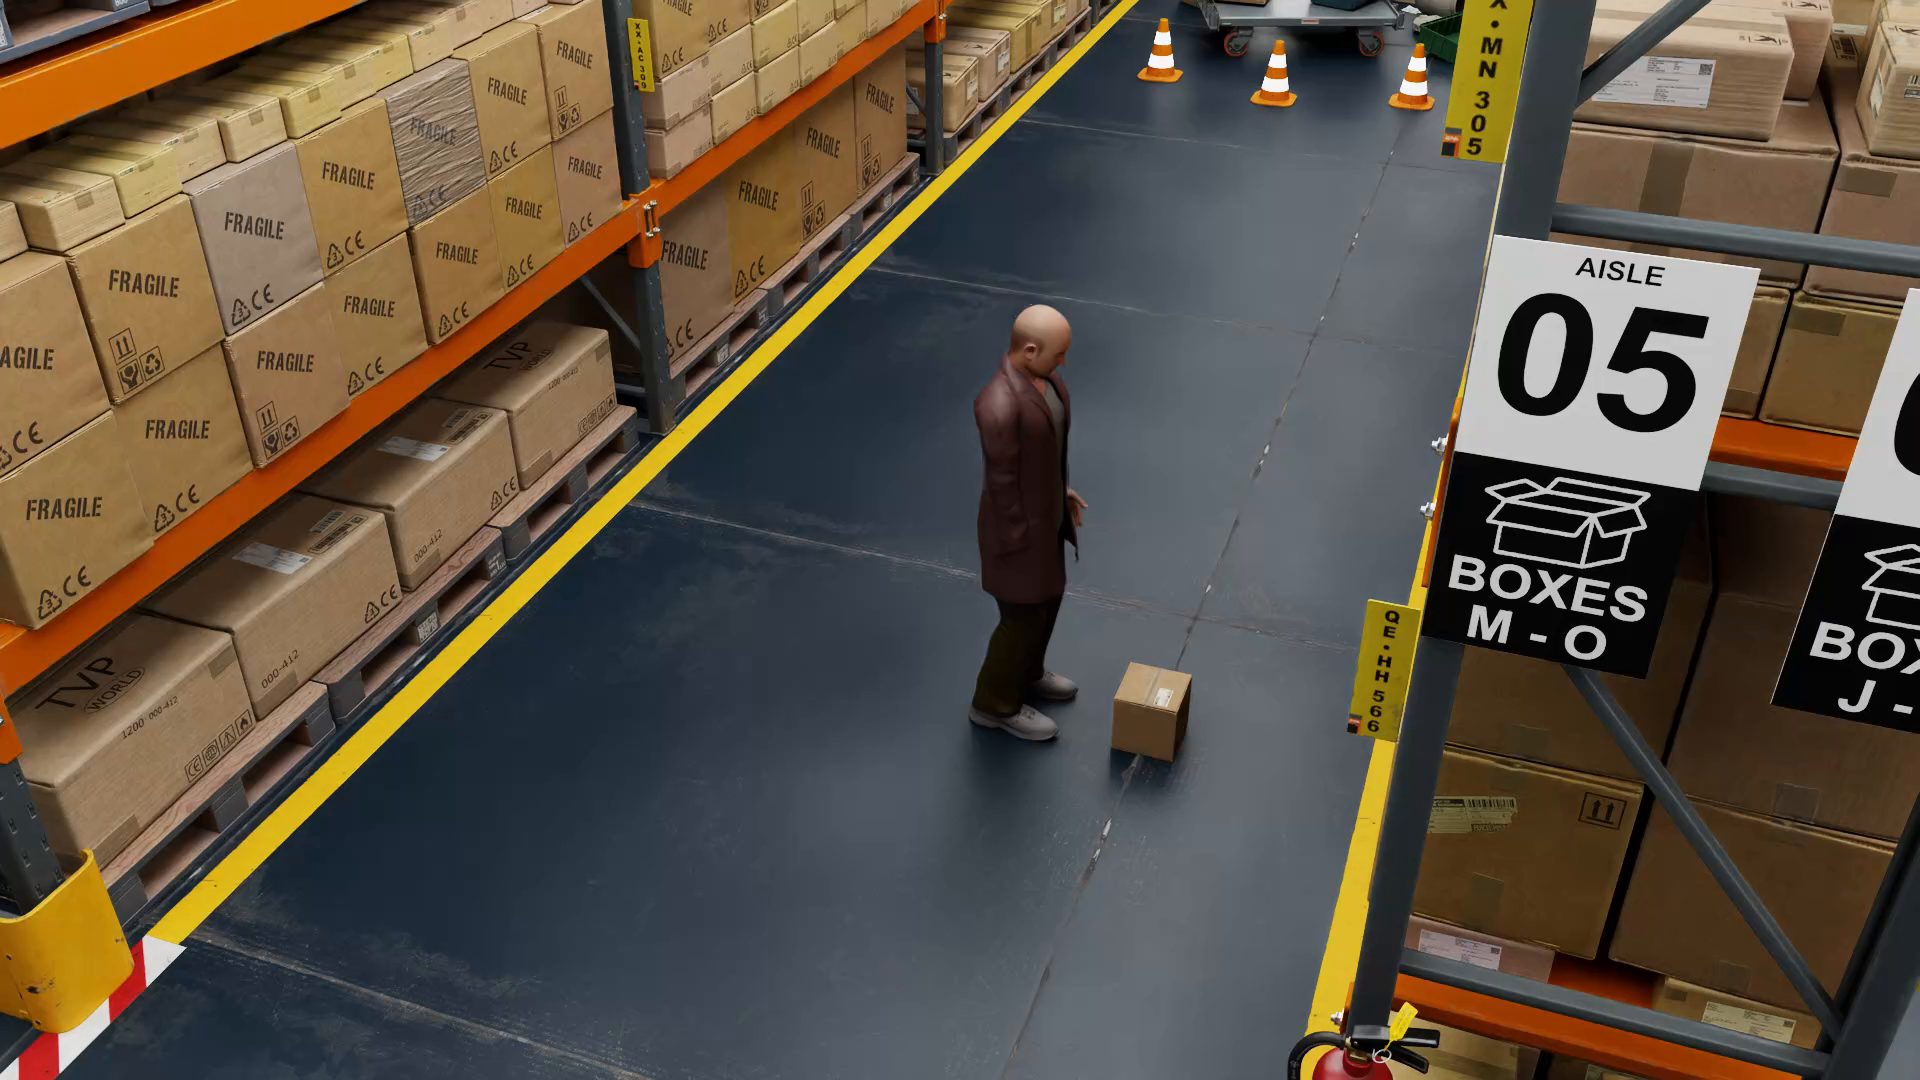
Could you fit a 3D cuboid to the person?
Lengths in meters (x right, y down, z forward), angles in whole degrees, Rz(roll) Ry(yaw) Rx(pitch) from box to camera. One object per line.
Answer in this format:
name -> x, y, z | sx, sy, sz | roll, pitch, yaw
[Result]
person -> 0.268, -0.074, 6.285 | 0.383, 1.767, 0.567 | 12, 35, 17
